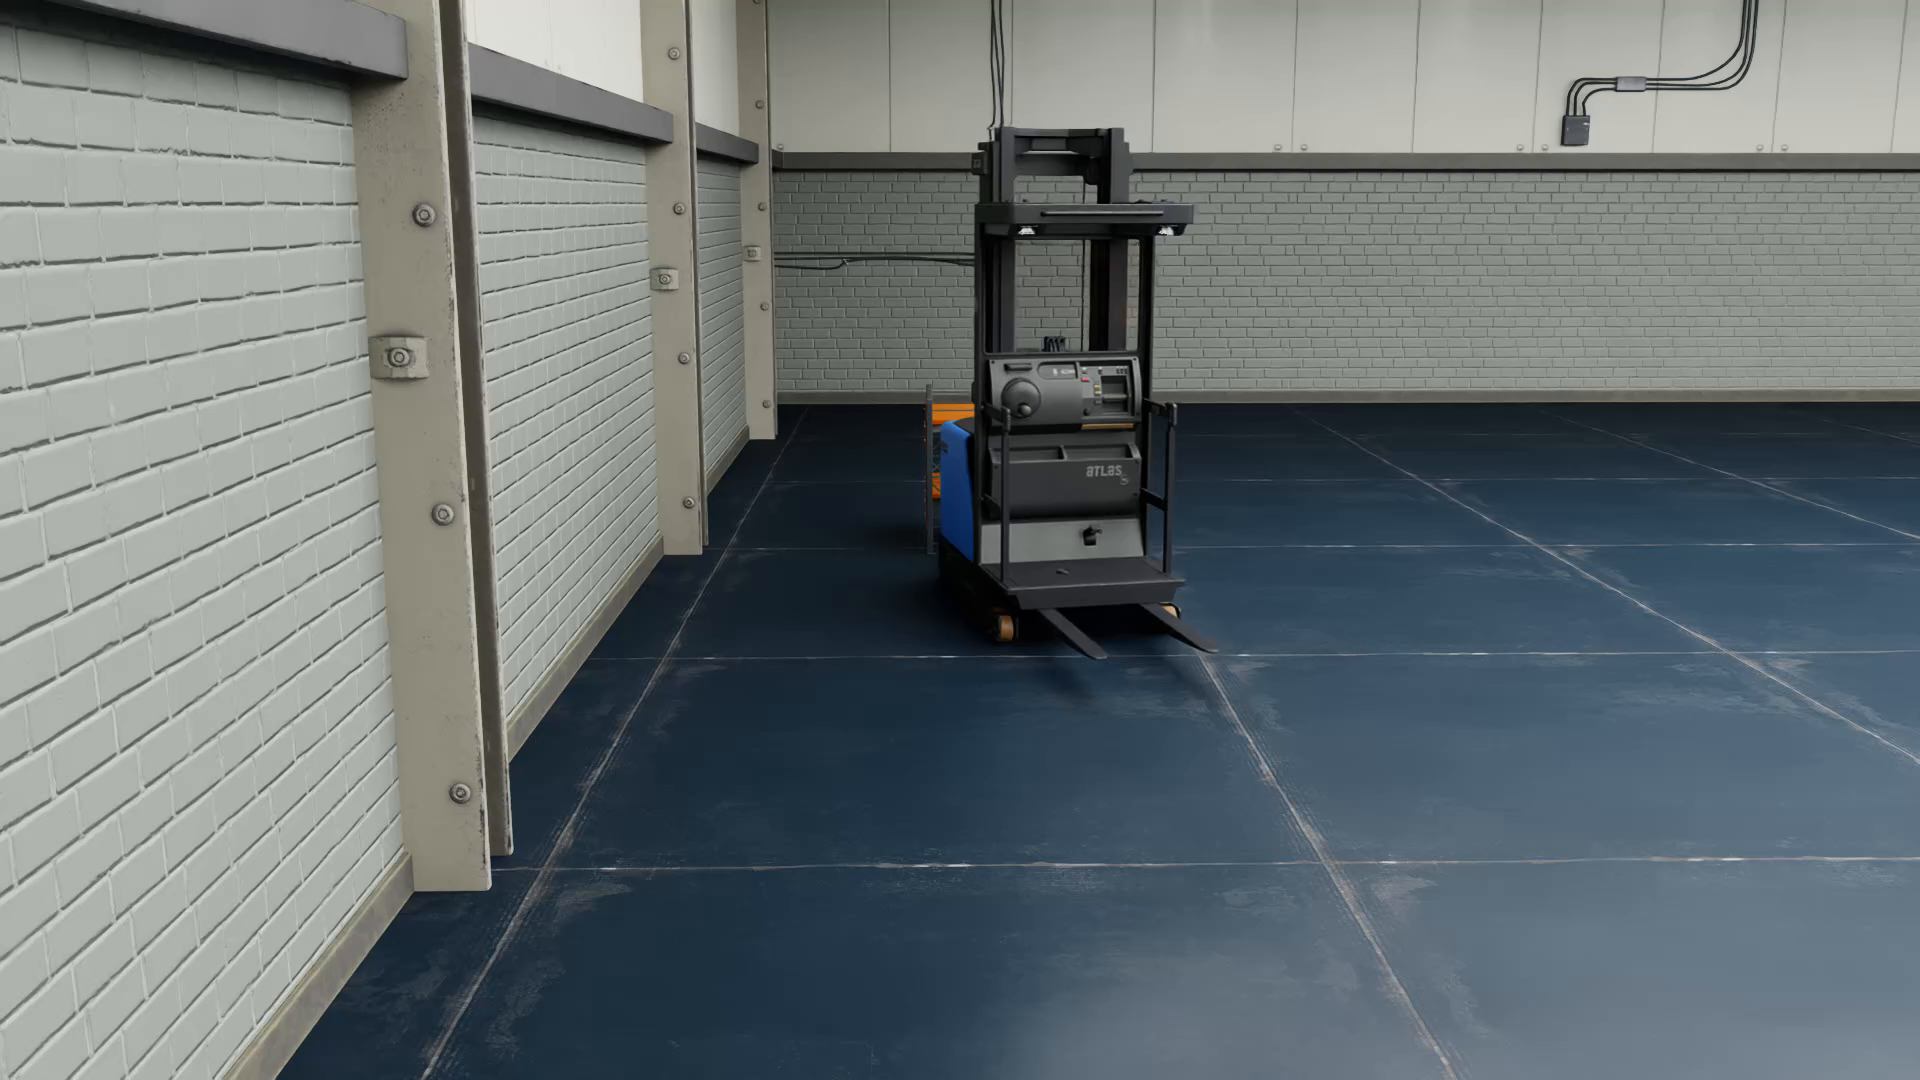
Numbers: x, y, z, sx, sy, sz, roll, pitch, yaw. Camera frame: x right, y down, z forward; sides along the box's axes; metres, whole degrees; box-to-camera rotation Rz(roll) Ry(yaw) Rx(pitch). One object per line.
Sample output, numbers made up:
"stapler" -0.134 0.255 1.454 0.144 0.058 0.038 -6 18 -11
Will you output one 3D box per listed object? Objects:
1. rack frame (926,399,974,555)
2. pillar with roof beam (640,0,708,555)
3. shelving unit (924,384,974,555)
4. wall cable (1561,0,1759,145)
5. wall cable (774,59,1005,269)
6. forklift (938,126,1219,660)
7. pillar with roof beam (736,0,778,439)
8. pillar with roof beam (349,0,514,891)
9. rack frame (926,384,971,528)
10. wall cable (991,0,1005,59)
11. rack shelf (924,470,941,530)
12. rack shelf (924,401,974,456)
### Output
"rack frame" 0.011 -0.449 11.943 0.500 1.125 0.032 0 11 -1
"pillar with roof beam" 2.273 -4.361 11.422 9.100 9.000 0.400 0 11 -1
"shelving unit" 0.000 -0.550 12.441 0.538 1.125 1.048 0 11 -1
"wall cable" 8.598 -7.830 19.966 2.305 6.003 0.169 0 11 -1
"wall cable" -0.894 -4.605 20.436 3.097 2.526 0.112 0 11 -1
"forklift" 0.680 -0.923 9.735 1.130 2.935 3.031 -3 12 -13
"pillar with roof beam" 2.149 -5.554 17.301 9.100 9.000 0.400 0 11 -1
"pillar with roof beam" 2.397 -3.168 5.543 9.100 9.000 0.400 0 11 -1
"rack frame" -0.010 -0.651 12.939 0.500 1.125 0.032 0 11 -1
"wall cable" 1.811 -7.091 19.988 3.097 2.526 0.112 0 11 -1
"rack shelf" 0.000 -0.310 12.489 0.538 0.278 1.000 0 11 -1
"rack shelf" 0.000 -0.837 12.382 0.538 0.278 1.000 0 11 -1
